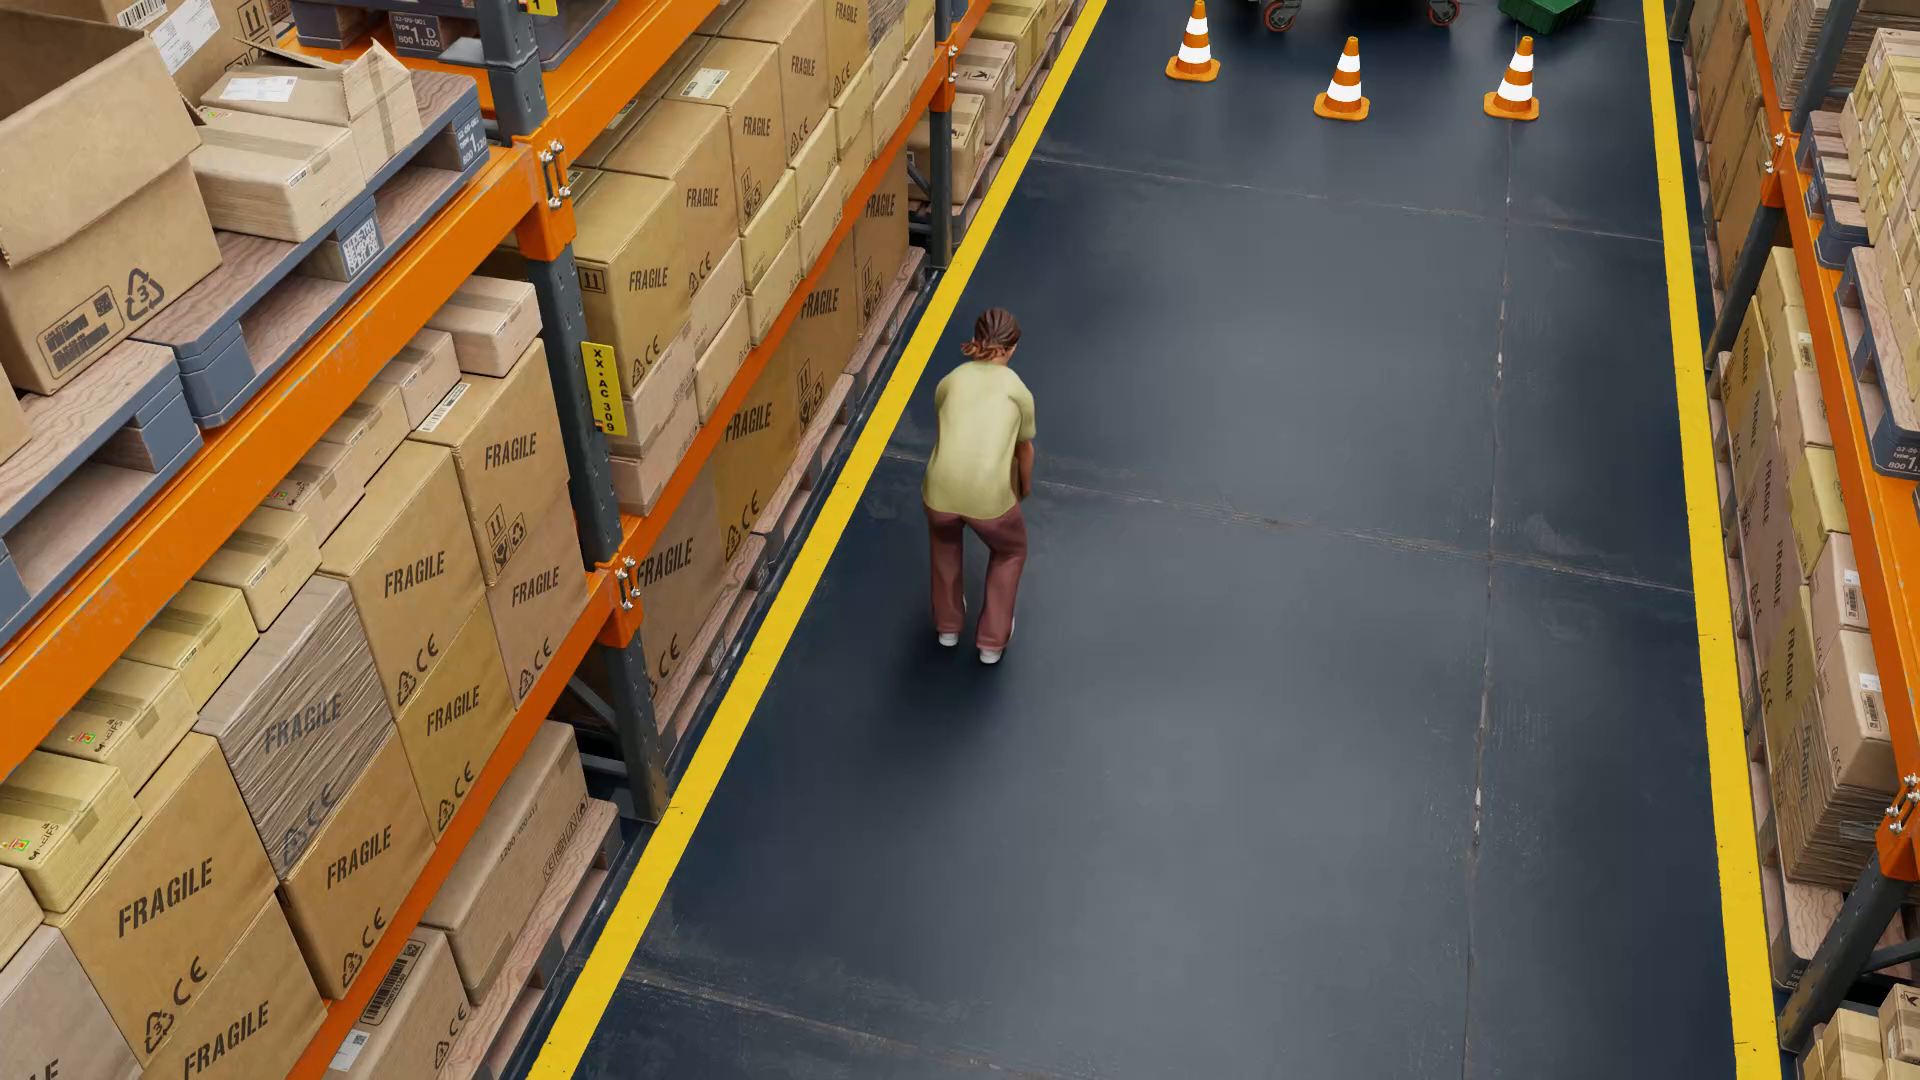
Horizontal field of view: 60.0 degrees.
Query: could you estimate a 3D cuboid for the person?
[{"bbox_3d":[0.089,-0.206,6.676,0.420,1.309,0.806,9,42,10],"label":"person"}]
